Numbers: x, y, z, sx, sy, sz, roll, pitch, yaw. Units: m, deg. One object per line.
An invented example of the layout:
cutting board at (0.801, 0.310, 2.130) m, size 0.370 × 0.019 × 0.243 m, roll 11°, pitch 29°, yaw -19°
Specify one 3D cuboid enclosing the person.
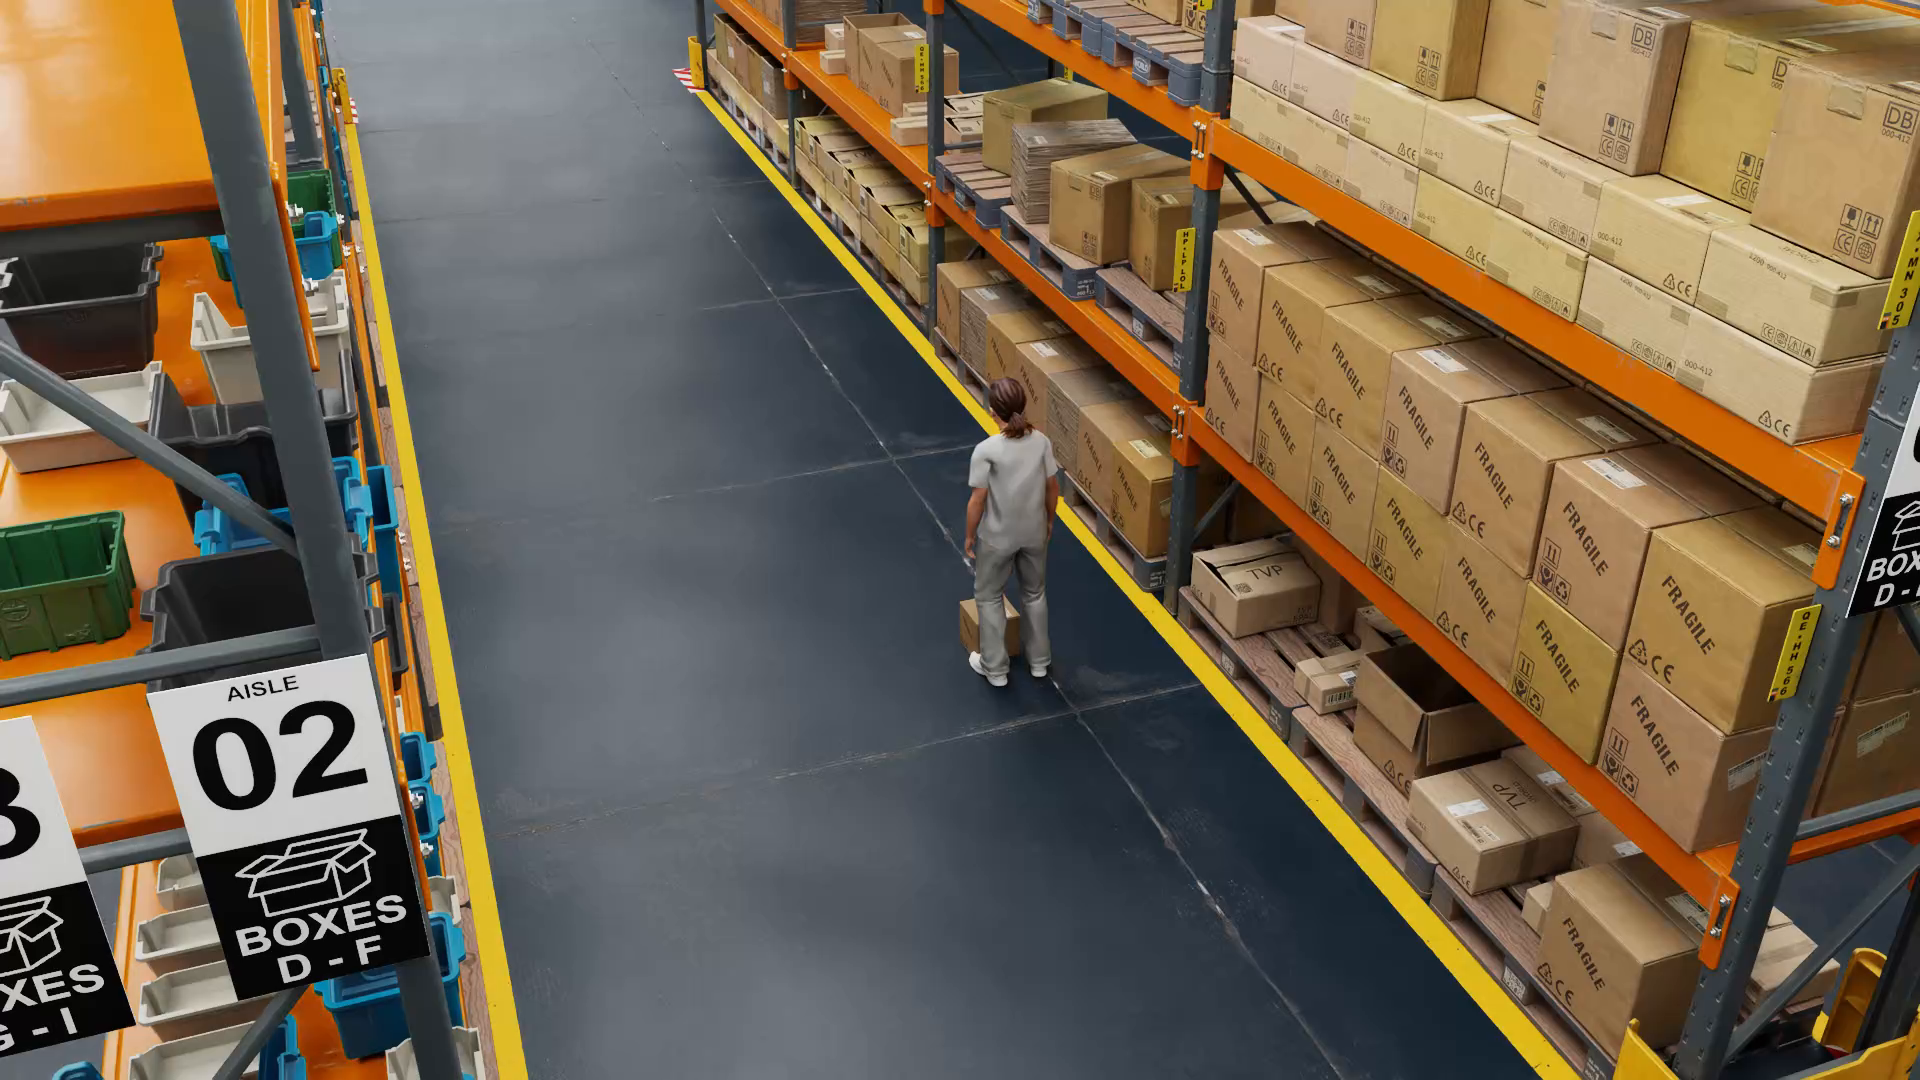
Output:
person at (0.257, -0.029, 8.390) m, size 0.486 × 1.673 × 0.358 m, roll -10°, pitch 32°, yaw -17°
